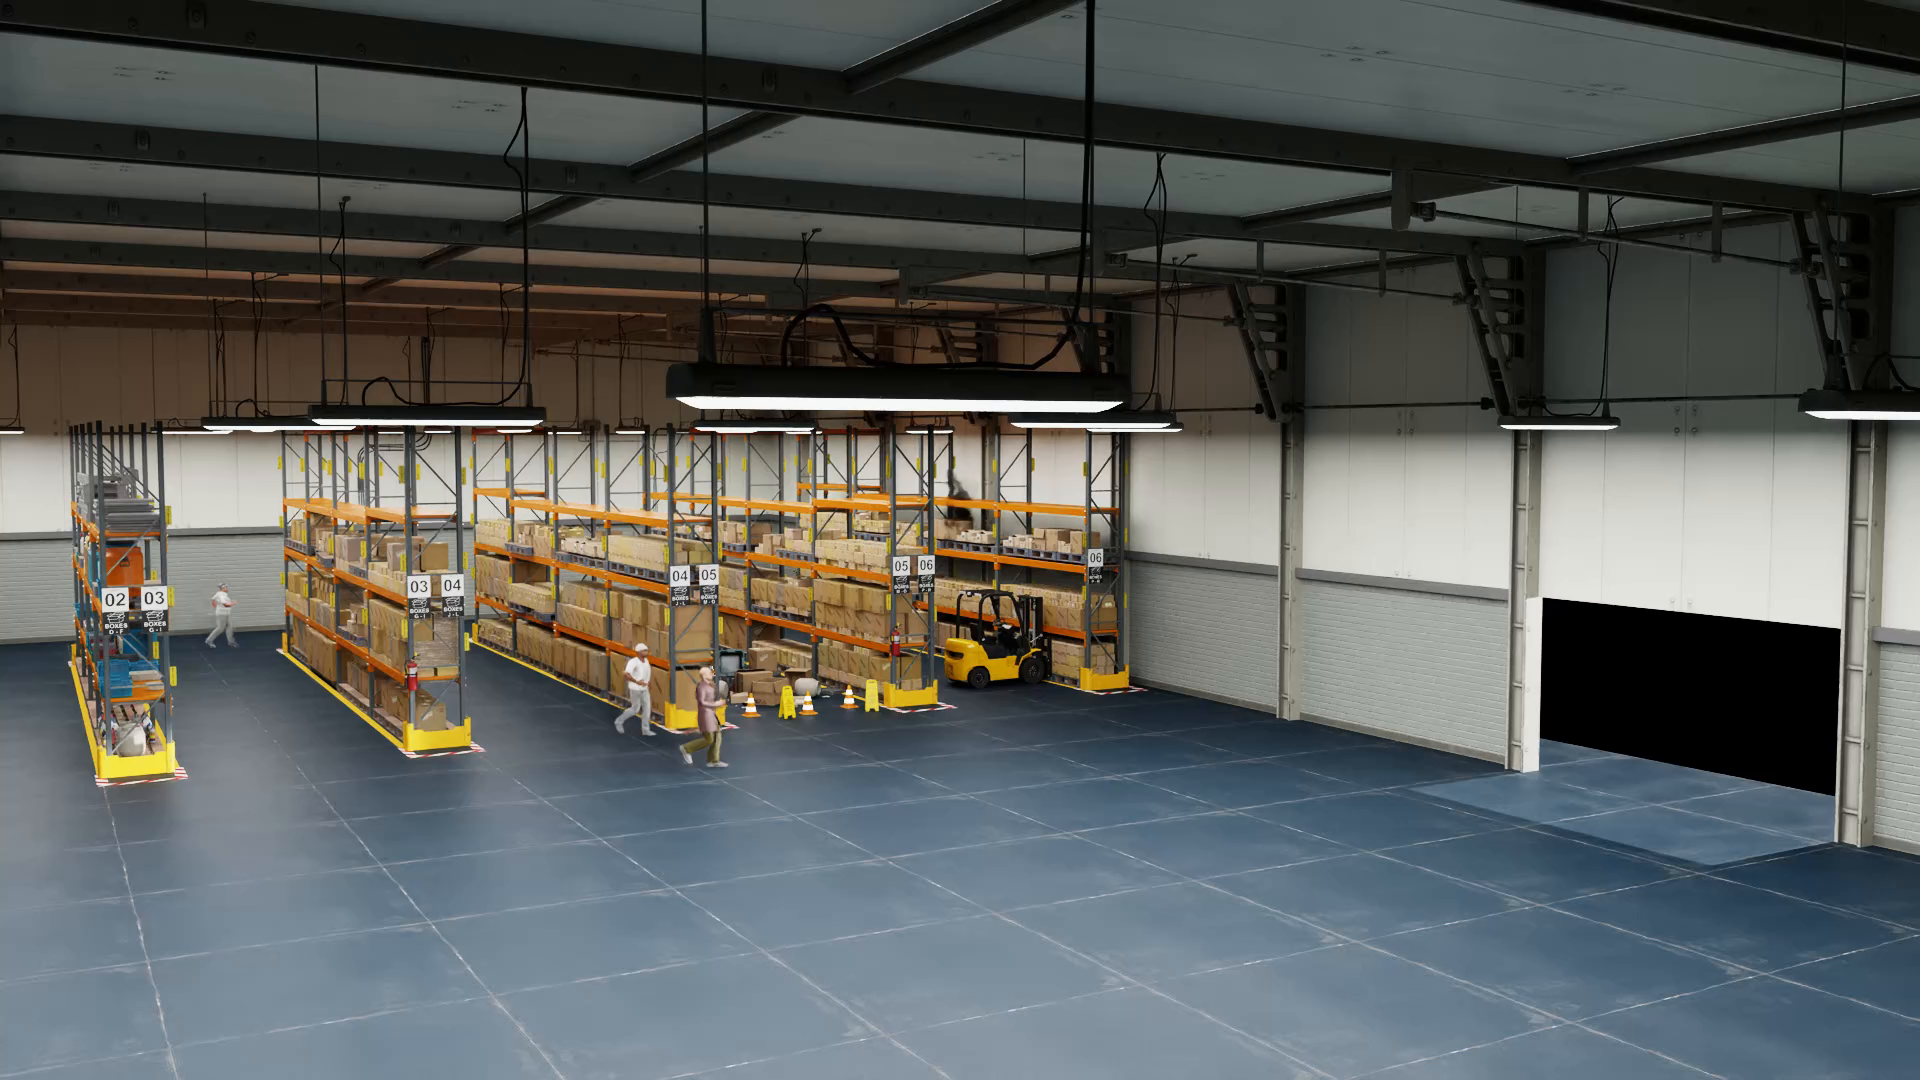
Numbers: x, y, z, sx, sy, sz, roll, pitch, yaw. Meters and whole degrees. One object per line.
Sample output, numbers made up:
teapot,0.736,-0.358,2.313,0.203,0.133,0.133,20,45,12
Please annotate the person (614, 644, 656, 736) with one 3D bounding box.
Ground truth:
person,-6.184,2.863,31.963,0.862,1.755,0.765,1,4,21

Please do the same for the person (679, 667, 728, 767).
person,-4.432,3.064,28.758,0.833,1.746,0.718,0,4,-1

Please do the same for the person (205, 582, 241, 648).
person,-19.959,2.041,44.979,0.908,1.815,0.681,-2,4,-28
